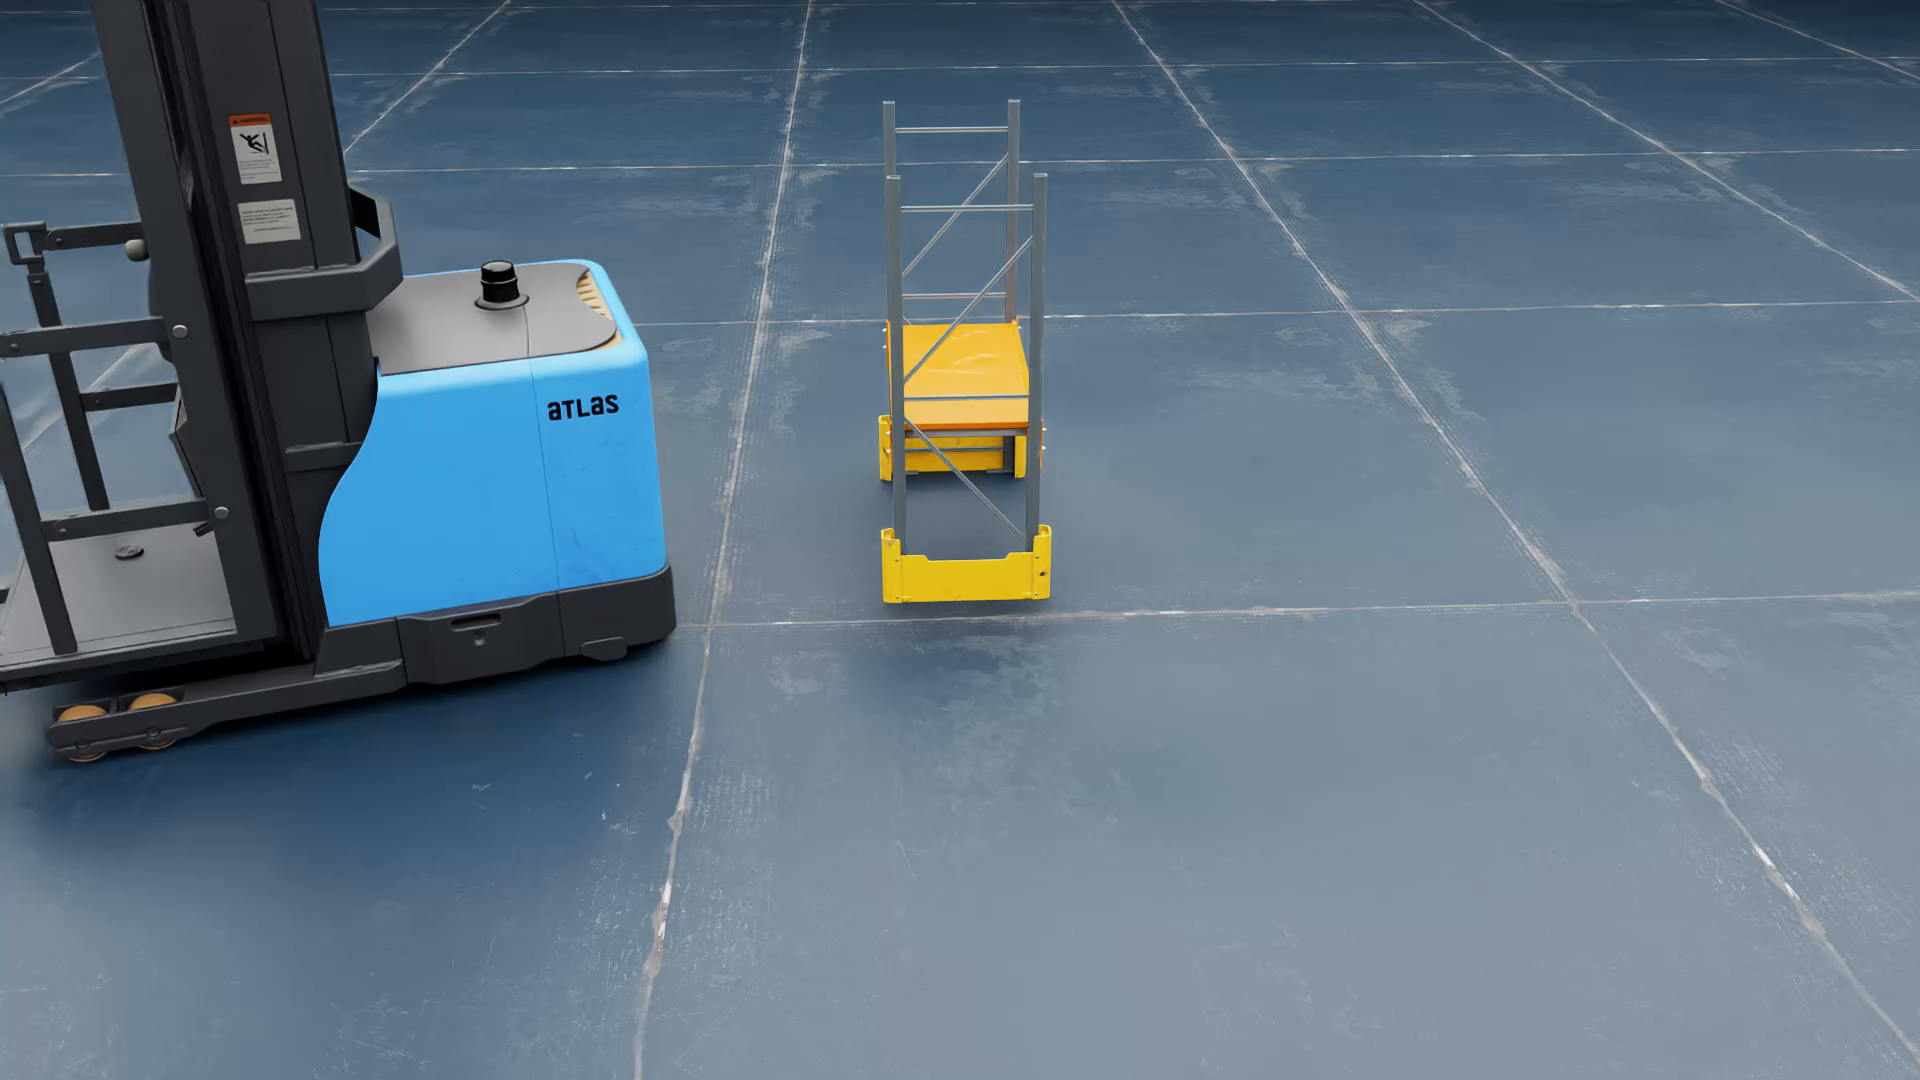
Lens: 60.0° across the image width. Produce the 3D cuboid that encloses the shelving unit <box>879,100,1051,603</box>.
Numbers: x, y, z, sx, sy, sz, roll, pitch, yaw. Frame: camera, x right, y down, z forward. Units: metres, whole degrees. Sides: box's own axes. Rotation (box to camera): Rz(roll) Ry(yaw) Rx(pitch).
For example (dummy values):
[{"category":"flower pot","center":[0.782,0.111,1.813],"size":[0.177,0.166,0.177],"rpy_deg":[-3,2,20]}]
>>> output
[{"category":"shelving unit","center":[-0.004,-0.700,5.971],"size":[0.587,1.500,1.083],"rpy_deg":[-1,28,-3]}]

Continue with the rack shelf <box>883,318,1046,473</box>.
[{"category":"rack shelf","center":[-0.004,-0.545,6.062],"size":[0.538,0.185,1.000],"rpy_deg":[-1,28,-3]}]

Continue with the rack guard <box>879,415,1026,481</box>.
[{"category":"rack guard","center":[-0.030,-0.376,6.701],"size":[0.587,0.250,0.087],"rpy_deg":[-1,28,-3]}]

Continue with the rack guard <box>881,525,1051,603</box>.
[{"category":"rack guard","center":[0.022,0.084,5.819],"size":[0.587,0.250,0.087],"rpy_deg":[-1,28,-3]}]

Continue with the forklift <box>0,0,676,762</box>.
[{"category":"forklift","center":[-2.519,-0.911,4.827],"size":[3.031,2.935,1.130],"rpy_deg":[-9,29,-17]}]

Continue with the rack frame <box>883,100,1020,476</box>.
[{"category":"rack frame","center":[-0.031,-0.939,6.429],"size":[0.500,1.500,0.032],"rpy_deg":[-1,28,-3]}]

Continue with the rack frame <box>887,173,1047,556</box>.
[{"category":"rack frame","center":[0.022,-0.470,5.529],"size":[0.500,1.500,0.032],"rpy_deg":[-1,28,-3]}]
